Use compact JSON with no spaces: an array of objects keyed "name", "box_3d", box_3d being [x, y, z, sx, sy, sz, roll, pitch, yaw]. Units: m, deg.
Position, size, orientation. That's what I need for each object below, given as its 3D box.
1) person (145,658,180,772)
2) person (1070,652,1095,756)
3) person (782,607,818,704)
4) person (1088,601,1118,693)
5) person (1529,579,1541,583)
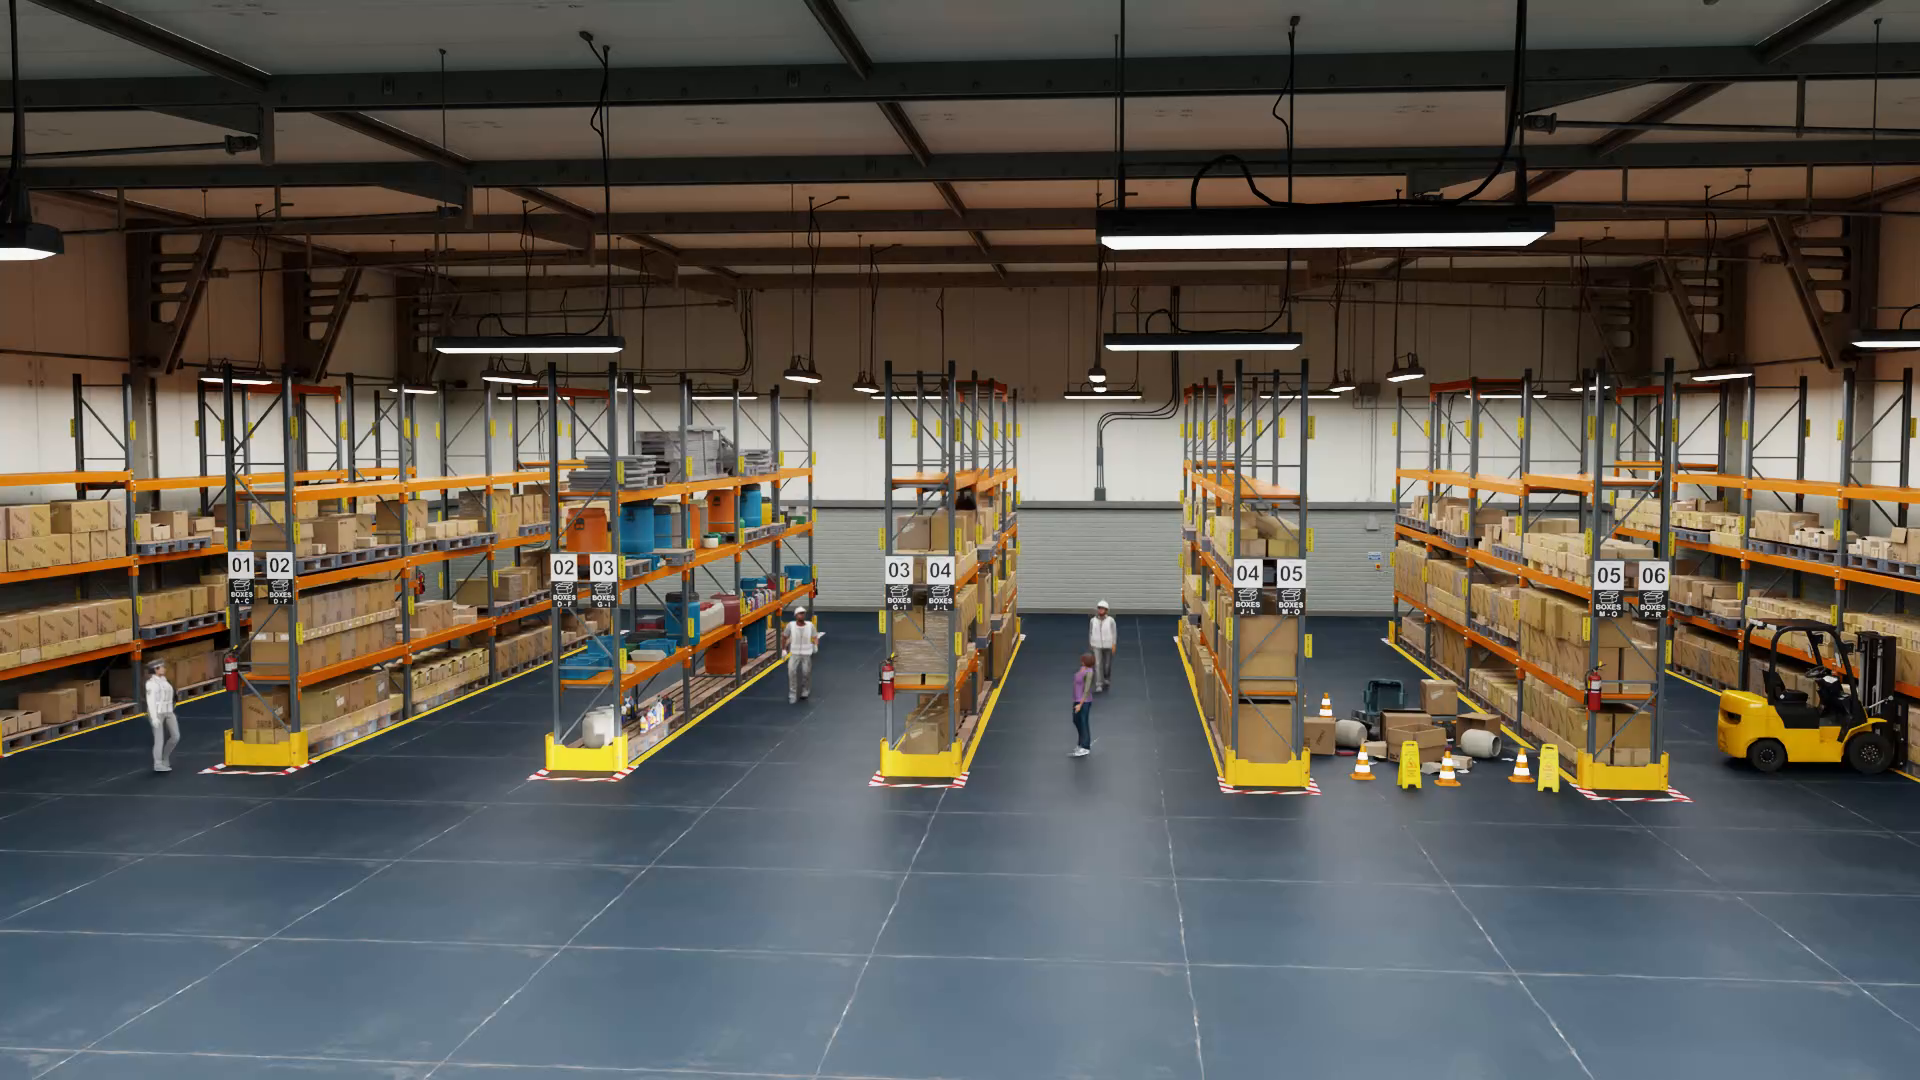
[{"name":"person","box_3d":[-11.749,2.564,24.426,0.410,1.671,0.519,2,4,23]},{"name":"person","box_3d":[1.859,2.530,25.726,0.356,1.622,0.532,-1,4,-20]},{"name":"person","box_3d":[-2.952,2.141,30.825,0.733,1.806,0.876,1,4,8]},{"name":"person","box_3d":[2.752,2.042,32.027,0.553,1.726,1.066,0,4,2]},{"name":"person","box_3d":[14.034,1.491,40.580,0.758,1.646,0.460,0,4,-1]}]
